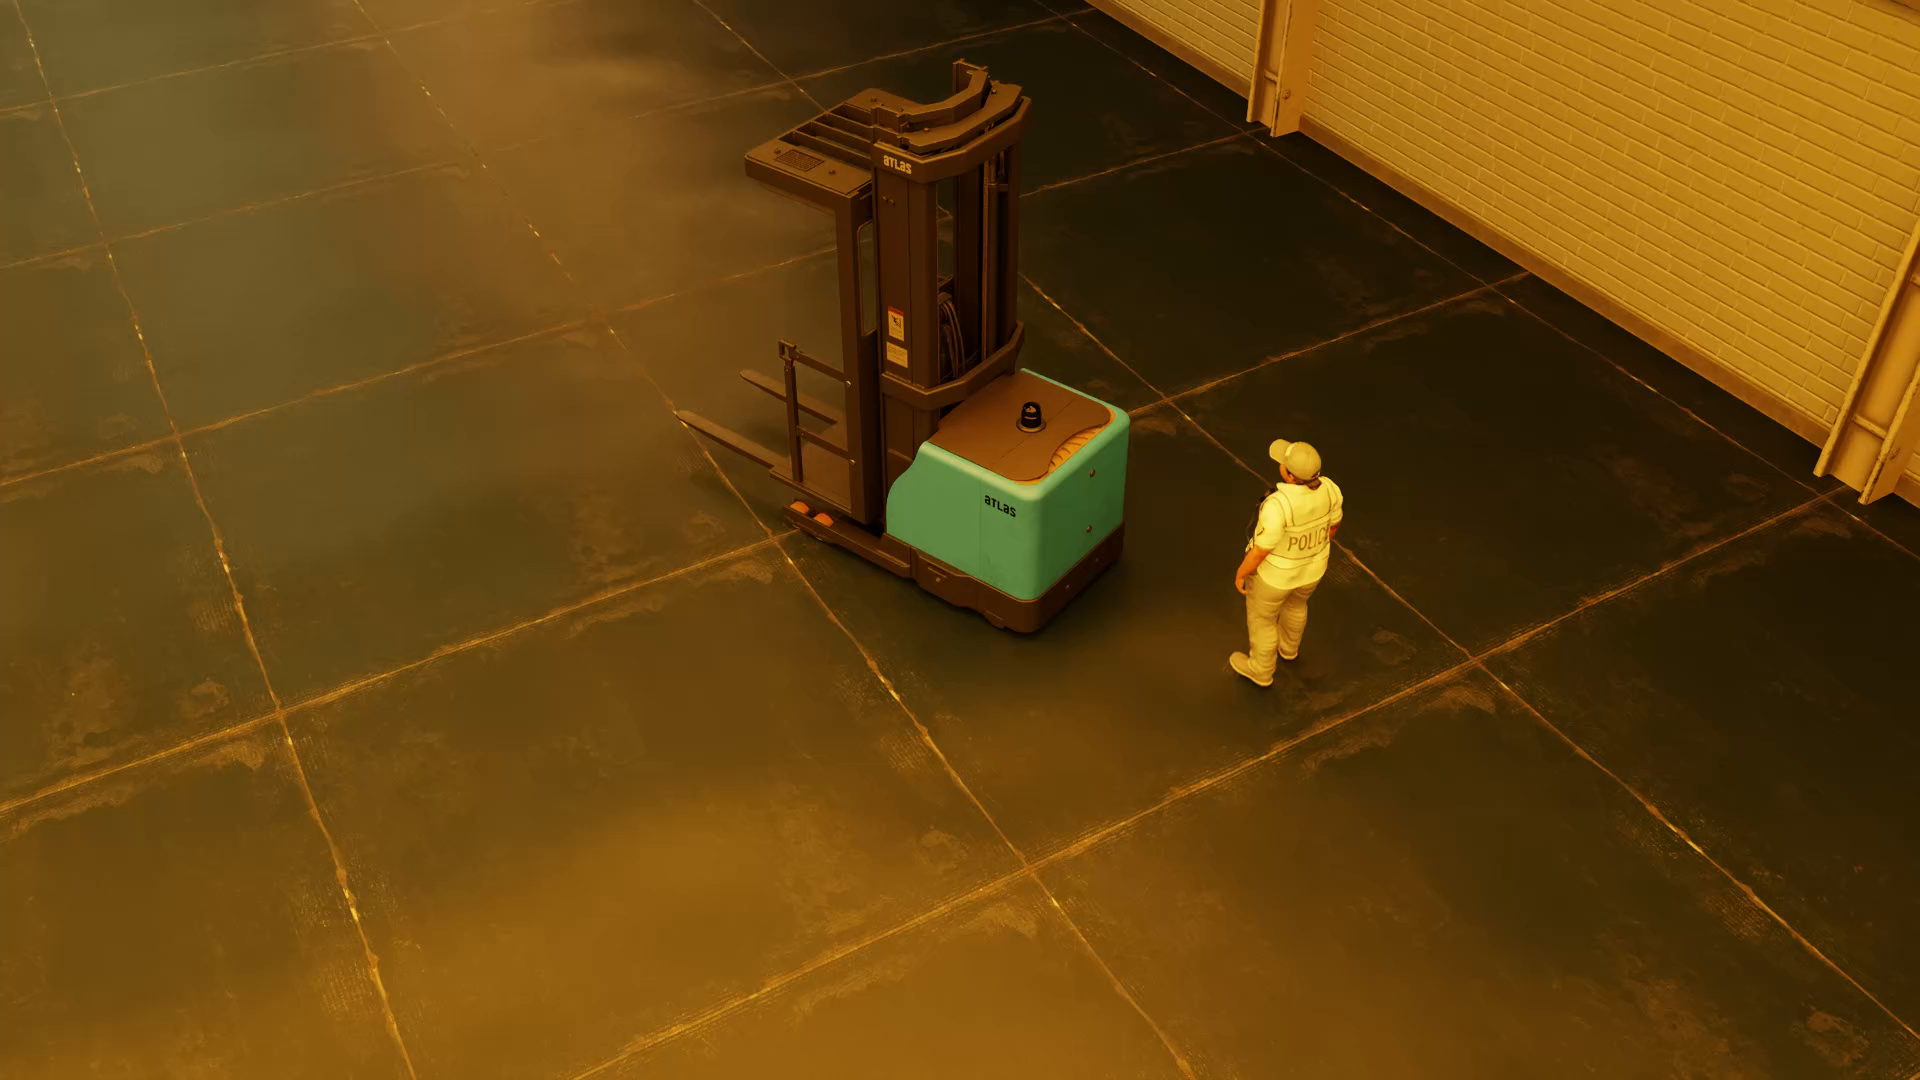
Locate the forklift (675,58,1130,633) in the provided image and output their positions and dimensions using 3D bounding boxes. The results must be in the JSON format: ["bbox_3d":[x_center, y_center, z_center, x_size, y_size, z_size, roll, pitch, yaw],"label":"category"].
[{"bbox_3d":[-0.481,-1.366,9.683,3.031,2.935,1.130,26,46,28],"label":"forklift"}]

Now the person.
[{"bbox_3d":[1.706,0.091,8.906,0.601,1.669,0.528,-19,43,-21],"label":"person"}]
